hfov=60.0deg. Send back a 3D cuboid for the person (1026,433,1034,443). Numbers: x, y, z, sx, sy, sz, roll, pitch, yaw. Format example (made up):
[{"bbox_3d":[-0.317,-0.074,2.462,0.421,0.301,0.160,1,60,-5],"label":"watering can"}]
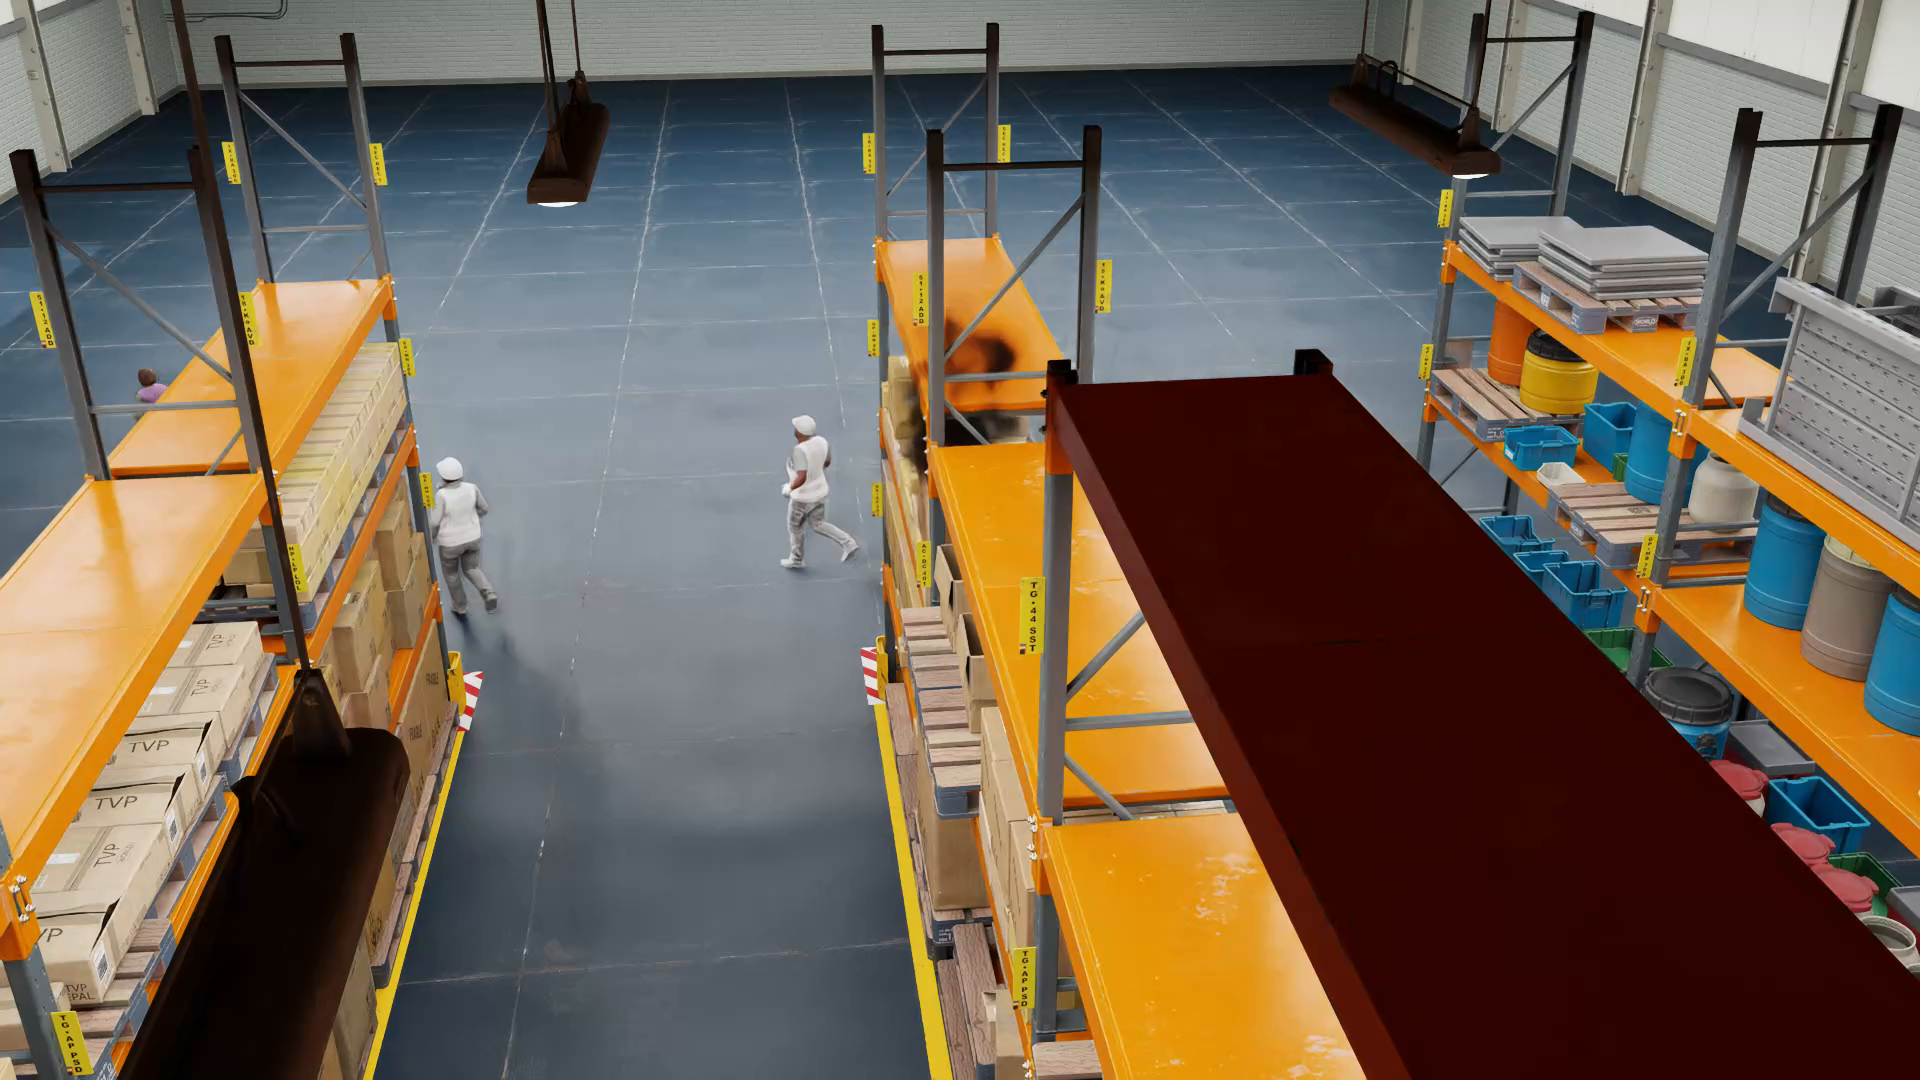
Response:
[{"bbox_3d":[0.593,-1.777,20.286,0.783,1.714,0.572,5,26,11],"label":"person"}]

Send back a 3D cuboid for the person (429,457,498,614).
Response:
[{"bbox_3d":[-4.953,0.011,16.485,0.675,1.768,0.823,-21,33,-37],"label":"person"}]

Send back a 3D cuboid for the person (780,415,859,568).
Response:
[{"bbox_3d":[-1.543,-0.454,17.425,0.911,1.779,0.691,14,29,28],"label":"person"}]

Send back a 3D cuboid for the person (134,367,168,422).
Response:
[{"bbox_3d":[-9.359,-1.248,19.429,0.537,1.467,0.534,16,30,30],"label":"person"}]
